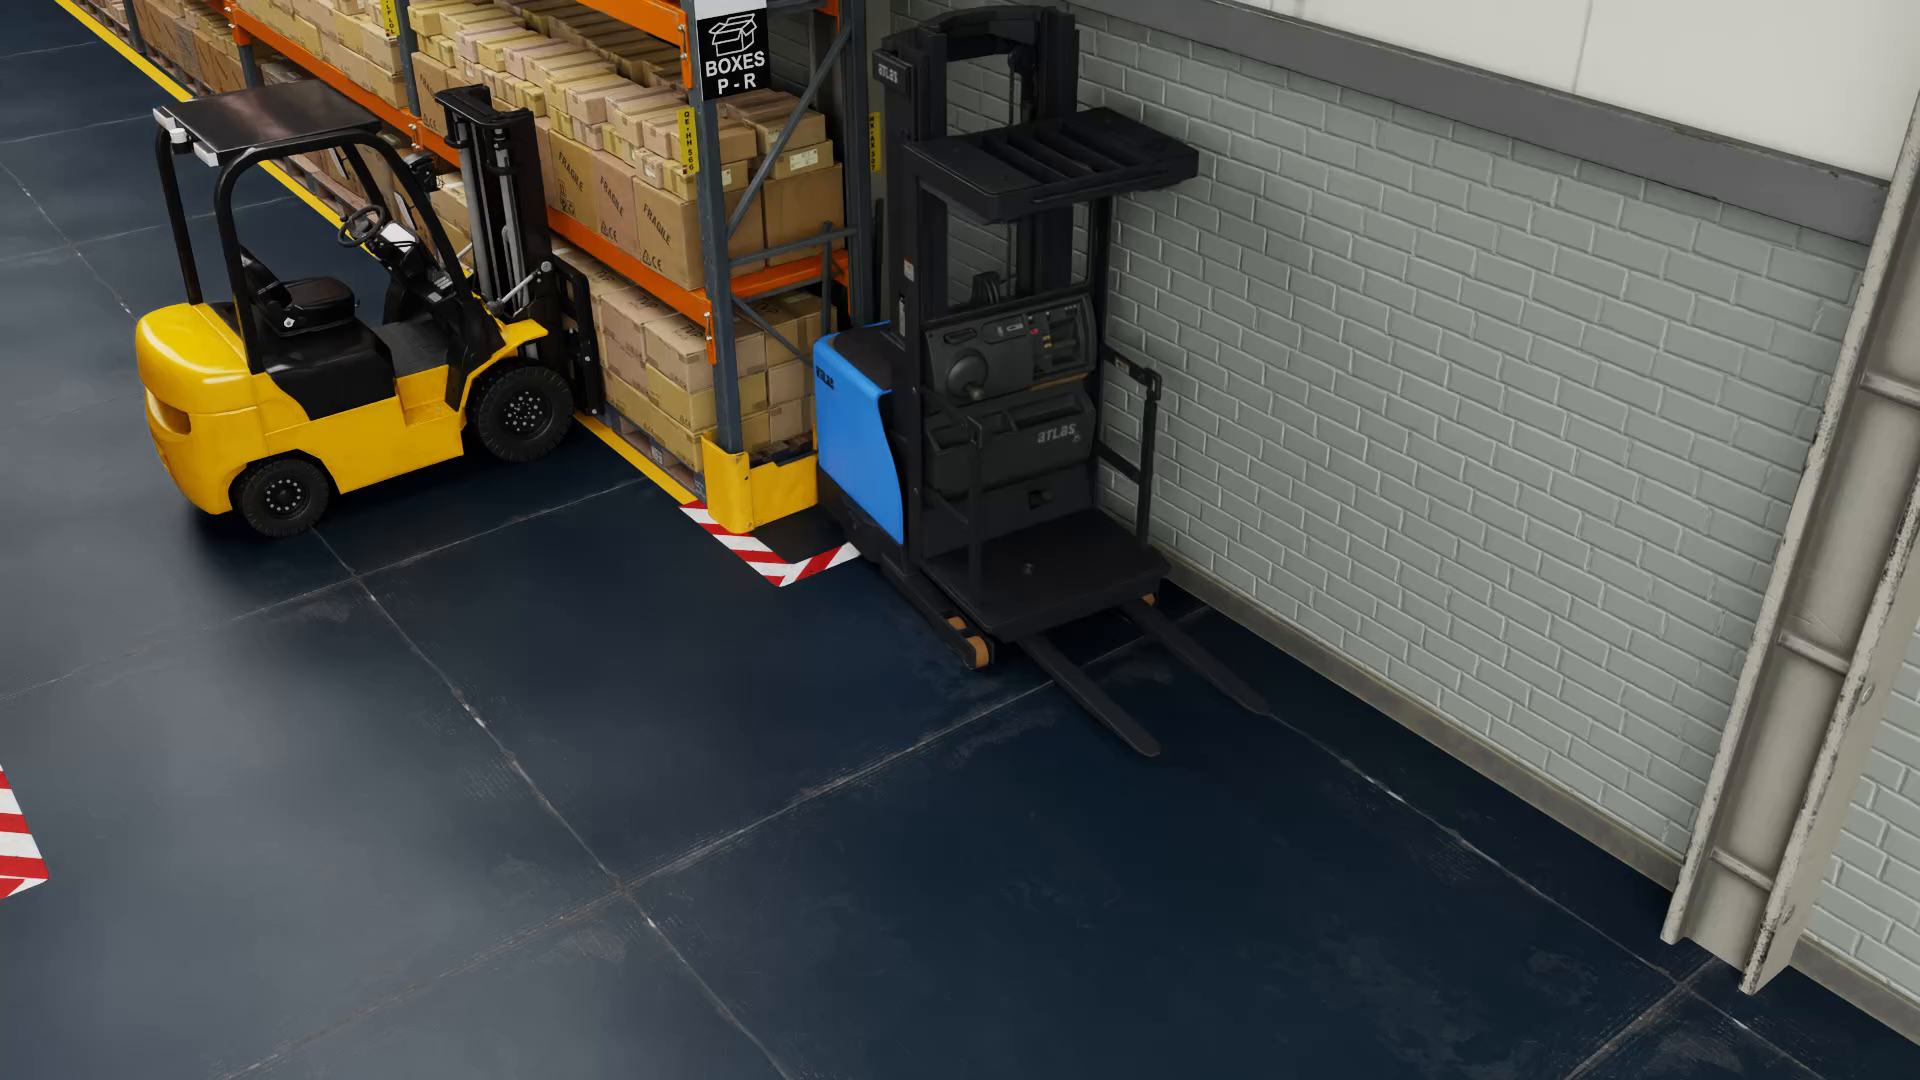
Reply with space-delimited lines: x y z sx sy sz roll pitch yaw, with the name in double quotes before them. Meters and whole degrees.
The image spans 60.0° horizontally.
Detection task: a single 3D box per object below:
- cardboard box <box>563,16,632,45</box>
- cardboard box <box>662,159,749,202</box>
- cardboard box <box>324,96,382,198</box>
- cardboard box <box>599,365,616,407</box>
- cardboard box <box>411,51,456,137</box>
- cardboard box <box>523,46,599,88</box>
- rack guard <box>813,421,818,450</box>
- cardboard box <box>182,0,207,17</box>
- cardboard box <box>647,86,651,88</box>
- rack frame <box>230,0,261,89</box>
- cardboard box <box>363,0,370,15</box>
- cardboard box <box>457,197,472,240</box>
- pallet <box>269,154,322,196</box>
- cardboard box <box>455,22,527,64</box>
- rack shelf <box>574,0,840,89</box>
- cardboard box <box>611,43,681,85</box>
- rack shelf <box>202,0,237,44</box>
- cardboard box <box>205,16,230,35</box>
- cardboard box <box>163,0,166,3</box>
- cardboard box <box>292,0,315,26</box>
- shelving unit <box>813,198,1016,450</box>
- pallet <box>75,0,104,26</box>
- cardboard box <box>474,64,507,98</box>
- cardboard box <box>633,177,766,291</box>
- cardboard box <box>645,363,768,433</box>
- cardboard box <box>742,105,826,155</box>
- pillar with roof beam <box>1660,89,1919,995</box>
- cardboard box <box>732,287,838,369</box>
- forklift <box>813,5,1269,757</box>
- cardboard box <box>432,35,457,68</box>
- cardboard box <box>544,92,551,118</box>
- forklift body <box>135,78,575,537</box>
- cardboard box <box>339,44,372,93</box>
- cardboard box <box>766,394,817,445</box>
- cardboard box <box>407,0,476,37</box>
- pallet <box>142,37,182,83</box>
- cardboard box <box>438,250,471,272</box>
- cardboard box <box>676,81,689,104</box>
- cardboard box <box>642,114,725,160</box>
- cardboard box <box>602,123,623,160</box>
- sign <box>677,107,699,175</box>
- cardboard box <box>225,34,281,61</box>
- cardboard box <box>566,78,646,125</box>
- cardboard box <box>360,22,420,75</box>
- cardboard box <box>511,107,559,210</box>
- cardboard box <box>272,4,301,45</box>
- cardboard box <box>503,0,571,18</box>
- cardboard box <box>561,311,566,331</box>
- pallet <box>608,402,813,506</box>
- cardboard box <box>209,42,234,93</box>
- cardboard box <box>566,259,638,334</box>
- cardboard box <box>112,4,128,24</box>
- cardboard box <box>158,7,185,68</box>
"cardboard box" -2.291 -3.218 10.597 0.380 0.149 0.250 -23 39 -32
"cardboard box" -1.347 -1.937 8.816 0.380 0.149 0.250 -22 38 -31
"cardboard box" -4.627 -3.254 13.499 0.875 0.625 0.625 -24 39 -33
"cardboard box" -2.048 -1.091 10.371 0.500 0.250 0.500 -22 38 -31
"cardboard box" -3.300 -3.005 11.151 0.500 0.500 0.500 -23 39 -33
"cardboard box" -2.385 -2.838 9.985 0.380 0.149 0.250 -22 38 -31
"rack guard" -0.668 -0.678 9.981 0.087 0.250 0.587 24 38 28
"cardboard box" -7.223 -5.096 15.968 0.380 0.149 0.250 -22 38 -31
"cardboard box" -1.649 -2.667 9.992 0.380 0.149 0.250 -21 37 -30
"rack frame" -5.819 -4.899 14.295 1.000 3.000 0.127 -22 38 -31
"cardboard box" -4.032 -3.841 11.882 0.380 0.149 0.250 -22 38 -31
"cardboard box" -3.012 -2.148 11.125 0.500 0.250 0.500 -22 38 -31
"pallet" -5.345 -3.359 14.458 1.003 0.211 1.213 -22 38 -31
"cardboard box" -2.933 -3.124 10.445 0.380 0.149 0.250 -21 38 -30
"rack shelf" -2.140 -3.367 9.667 1.077 0.370 4.000 -22 38 -31
"cardboard box" -1.876 -2.872 10.040 0.380 0.149 0.250 -22 38 -31
"rack shelf" -7.045 -5.427 15.827 1.077 0.370 4.000 -22 38 -31
"cardboard box" -6.766 -4.767 15.439 0.380 0.149 0.250 -21 38 -30
"cardboard box" -7.686 -5.419 16.489 0.380 0.149 0.250 -23 39 -32
"cardboard box" -4.794 -4.146 12.751 0.500 0.250 0.500 -22 38 -31
"shelving unit" -0.230 -1.020 9.406 1.083 1.500 0.587 24 38 28
"pallet" -9.444 -6.177 18.995 1.003 0.211 1.213 -22 38 -31
"cardboard box" -2.784 -2.888 10.348 0.380 0.149 0.250 -23 38 -32
"cardboard box" -1.422 -1.728 9.094 0.500 0.500 0.500 -23 39 -32
"cardboard box" -1.459 -0.889 9.573 0.500 0.250 0.500 -23 38 -32
"cardboard box" -0.950 -2.218 8.987 0.380 0.149 0.250 -23 39 -32
"pillar with roof beam" -0.349 -0.802 2.012 9.100 9.000 0.400 -22 38 -31
"cardboard box" -1.058 -1.262 9.699 0.500 0.250 0.500 -23 39 -32
"forklift" 0.364 -0.883 7.894 1.130 2.935 3.031 -17 36 -25
"cardboard box" -3.218 -3.225 10.889 0.380 0.149 0.250 -21 38 -30
"cardboard box" -2.235 -2.597 9.878 0.380 0.149 0.250 -23 38 -32
"forklift body" -3.517 -1.404 9.473 2.313 2.155 1.214 -22 38 -31
"cardboard box" -4.194 -3.501 12.187 0.500 0.250 0.500 -23 38 -32
"cardboard box" -1.060 -0.843 9.973 0.500 0.250 0.500 -22 38 -31
"cardboard box" -3.405 -3.448 10.966 0.380 0.149 0.250 -21 38 -30
"pallet" -7.743 -5.055 17.189 1.003 0.211 1.213 -22 38 -31
"cardboard box" -3.331 -1.934 11.728 0.500 0.250 0.500 -22 38 -31
"cardboard box" -1.397 -2.552 9.524 0.380 0.149 0.250 -22 38 -31
"cardboard box" -1.475 -2.183 8.931 0.380 0.149 0.250 -22 38 -31
"cardboard box" -1.781 -2.269 9.350 0.380 0.149 0.250 -23 38 -32
"sign" -1.350 -1.988 8.285 0.100 0.325 0.005 -22 38 -31
"cardboard box" -6.322 -4.415 14.872 0.380 0.149 0.250 -24 39 -34
"cardboard box" -1.998 -2.484 9.415 0.380 0.149 0.250 -21 38 -30
"cardboard box" -3.869 -3.503 11.715 0.500 0.250 0.500 -23 39 -32
"cardboard box" -2.365 -2.366 10.122 0.500 0.500 0.500 -22 38 -31
"cardboard box" -5.114 -4.148 13.227 0.500 0.250 0.500 -24 39 -33
"cardboard box" -2.810 -3.523 11.088 0.380 0.149 0.250 -23 39 -33
"cardboard box" -2.395 -1.520 10.588 0.500 0.250 0.500 -22 38 -32
"pallet" -1.415 -0.686 10.154 1.003 0.211 1.213 -22 38 -31
"cardboard box" -6.547 -4.334 15.357 0.500 0.500 0.500 -23 39 -32
"cardboard box" -2.077 -1.509 10.097 0.500 0.250 0.500 -22 38 -31
"cardboard box" -8.845 -5.671 17.841 0.380 0.149 0.250 -24 39 -33
"cardboard box" -7.516 -4.980 16.396 0.500 0.500 0.500 -24 39 -33
